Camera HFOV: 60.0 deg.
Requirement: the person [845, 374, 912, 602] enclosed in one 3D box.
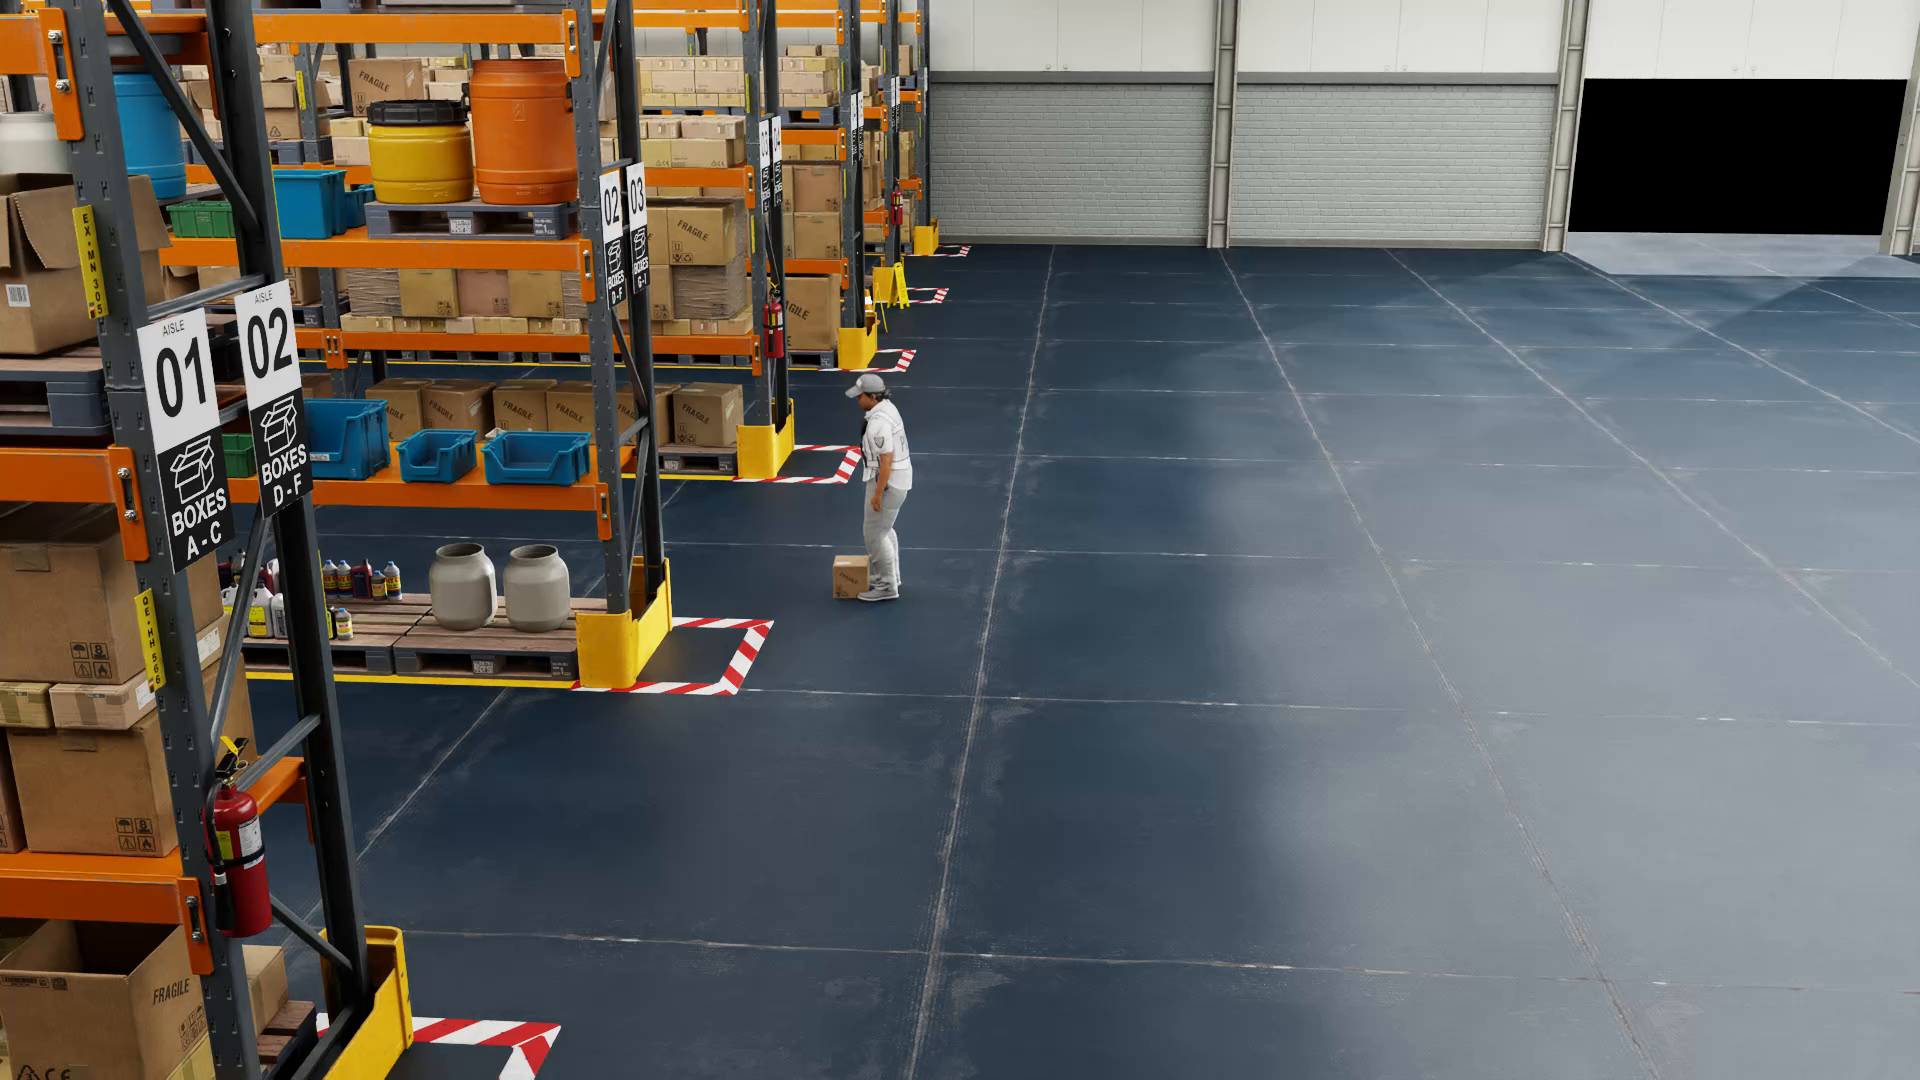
[{"bbox_3d":[-0.585,-0.398,12.095,0.468,1.665,0.554,0,18,1],"label":"person"}]
